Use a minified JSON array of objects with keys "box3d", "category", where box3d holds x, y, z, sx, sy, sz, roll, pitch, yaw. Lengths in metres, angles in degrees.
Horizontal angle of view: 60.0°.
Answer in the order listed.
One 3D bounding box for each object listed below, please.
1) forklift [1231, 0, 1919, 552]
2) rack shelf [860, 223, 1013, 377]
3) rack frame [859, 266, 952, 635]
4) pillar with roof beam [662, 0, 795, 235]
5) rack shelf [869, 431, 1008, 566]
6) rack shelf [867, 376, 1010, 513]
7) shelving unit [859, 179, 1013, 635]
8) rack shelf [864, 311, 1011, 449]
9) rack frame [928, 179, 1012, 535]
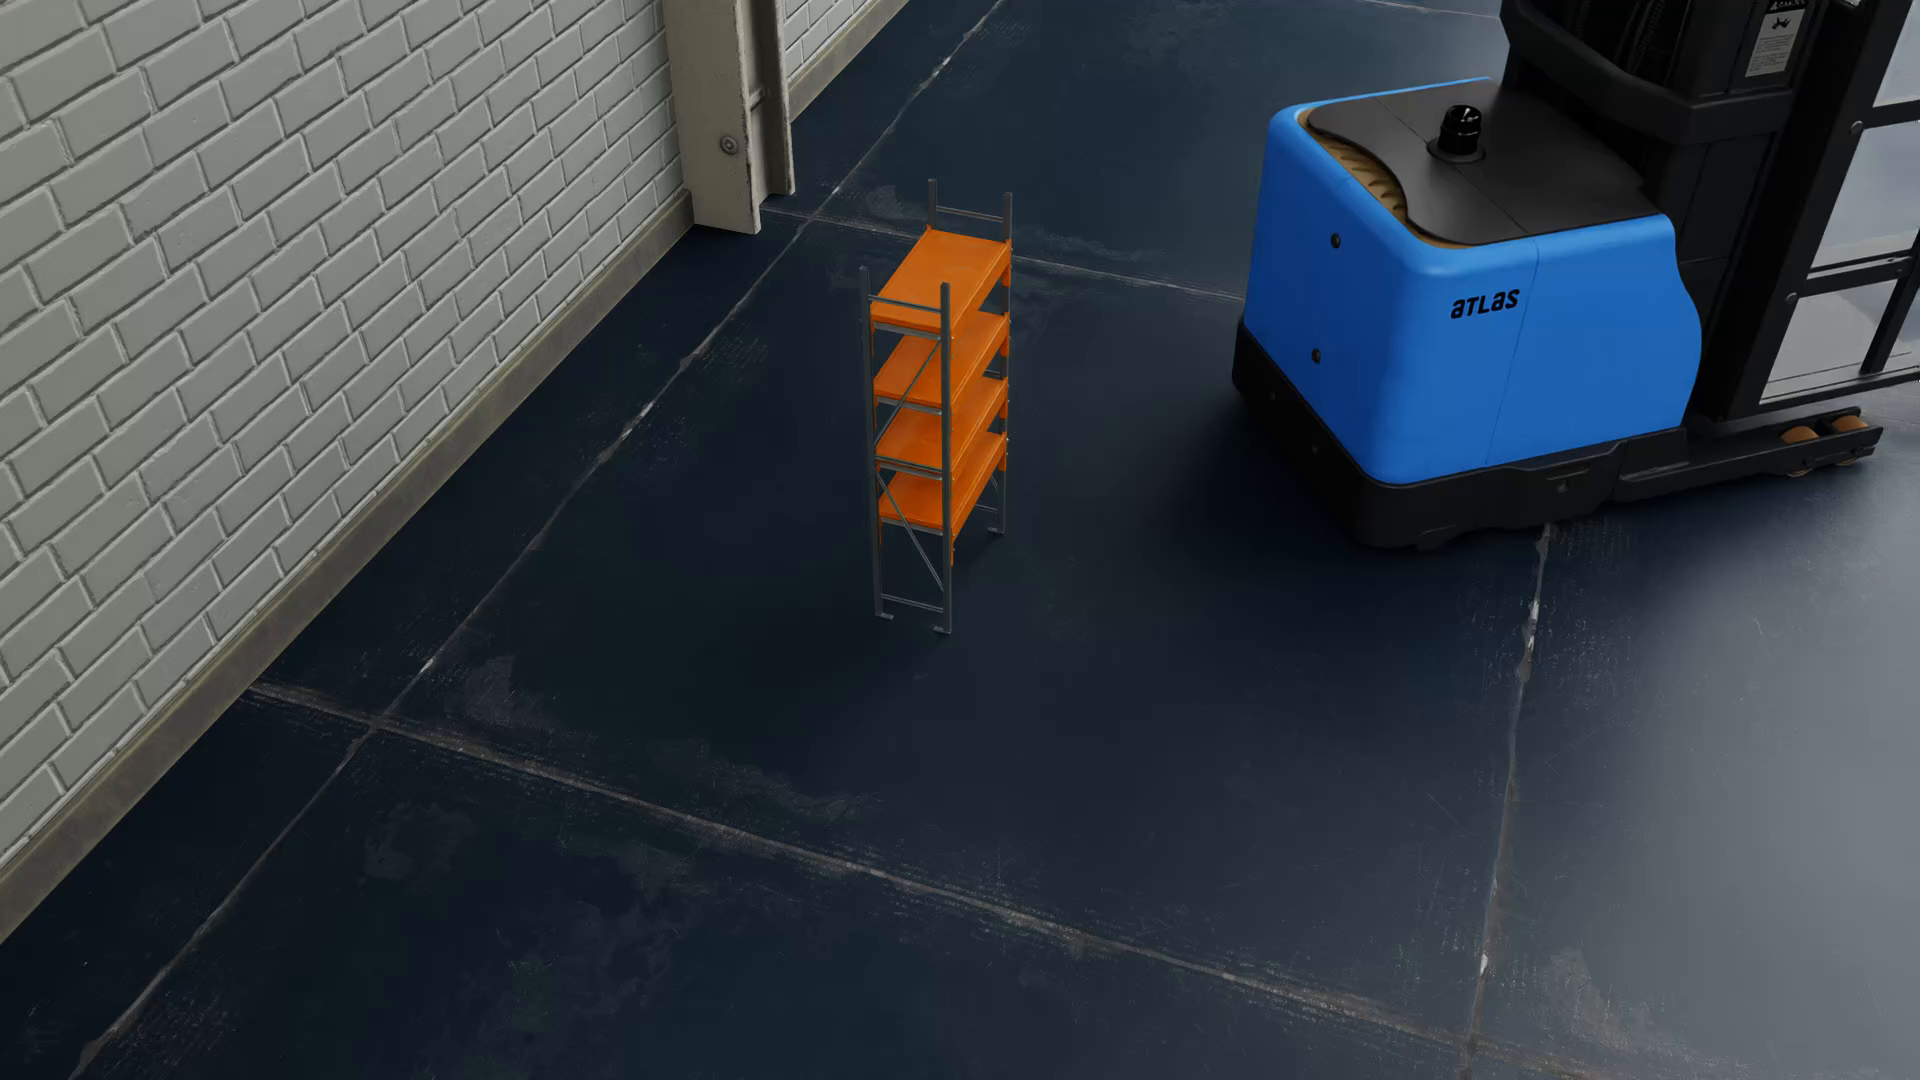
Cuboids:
[{"box3d":[2.521,-1.639,4.913,3.031,2.935,1.130,-12,42,-13],"category":"forklift"},{"box3d":[-0.057,-0.654,4.487,0.258,0.148,0.480,13,42,15],"category":"rack shelf"},{"box3d":[-0.140,-0.207,4.568,0.240,1.200,0.015,13,42,15],"category":"rack frame"},{"box3d":[3.145,-3.851,2.830,9.100,9.000,0.400,13,42,15],"category":"pillar with roof beam"},{"box3d":[-0.057,-0.153,4.915,0.258,0.148,0.480,13,42,15],"category":"rack shelf"},{"box3d":[-0.057,-0.304,4.786,0.258,0.148,0.480,13,42,15],"category":"rack shelf"},{"box3d":[-0.057,-0.355,4.742,0.258,1.200,0.503,13,42,15],"category":"shelving unit"},{"box3d":[-0.057,-0.474,4.641,0.258,0.148,0.480,13,42,15],"category":"rack shelf"},{"box3d":[0.027,-0.504,4.917,0.240,1.200,0.015,13,42,15],"category":"rack frame"}]
